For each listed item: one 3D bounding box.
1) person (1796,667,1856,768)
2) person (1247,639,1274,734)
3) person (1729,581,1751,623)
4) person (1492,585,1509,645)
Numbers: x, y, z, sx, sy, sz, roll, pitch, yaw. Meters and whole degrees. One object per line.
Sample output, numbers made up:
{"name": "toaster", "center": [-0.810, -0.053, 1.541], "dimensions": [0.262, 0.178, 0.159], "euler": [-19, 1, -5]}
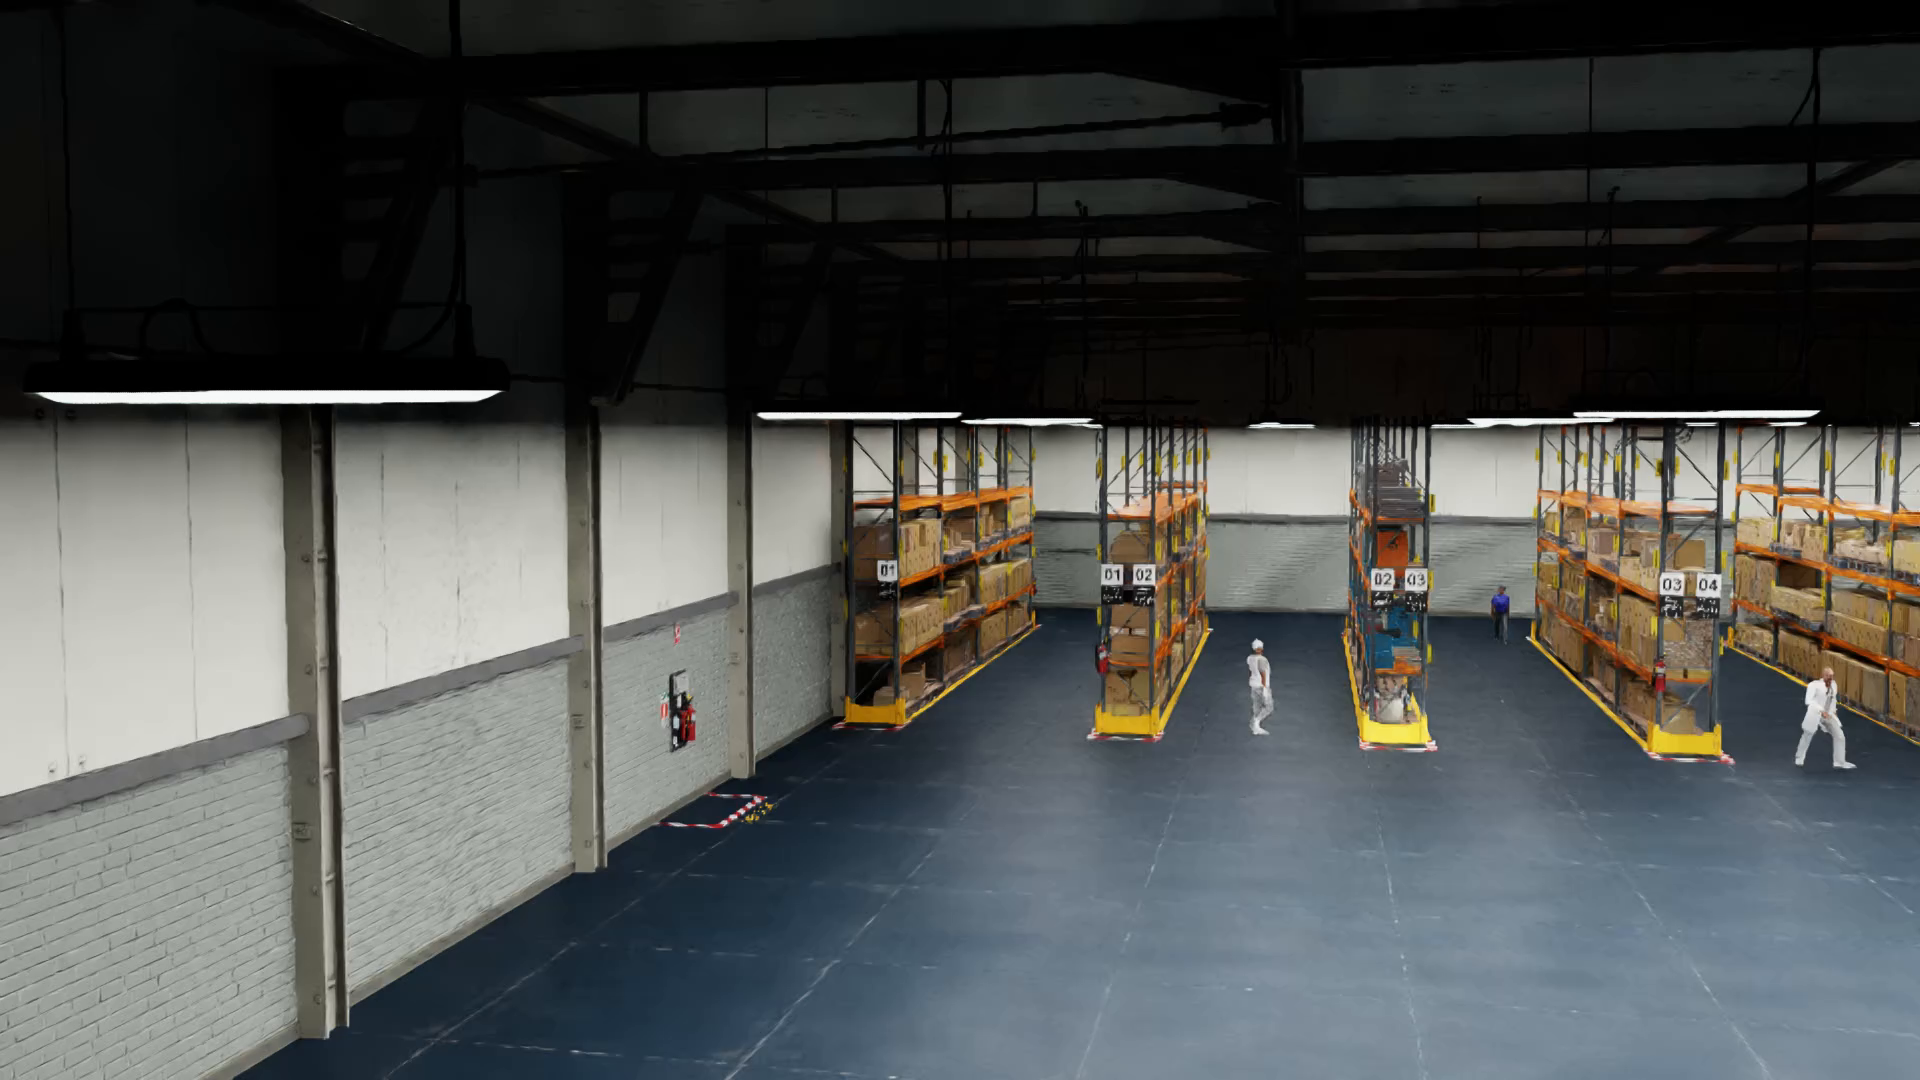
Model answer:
{"name": "person", "center": [14.587, 2.981, 28.154], "dimensions": [0.737, 1.717, 0.881], "euler": [0, 4, -5]}
{"name": "person", "center": [5.596, 2.752, 31.191], "dimensions": [0.446, 1.780, 0.600], "euler": [-1, 4, -18]}
{"name": "person", "center": [21.280, 1.892, 45.314], "dimensions": [0.499, 1.688, 0.604], "euler": [-2, 4, -23]}
{"name": "person", "center": [14.393, 1.971, 44.289], "dimensions": [0.447, 1.574, 1.070], "euler": [1, 4, 14]}
